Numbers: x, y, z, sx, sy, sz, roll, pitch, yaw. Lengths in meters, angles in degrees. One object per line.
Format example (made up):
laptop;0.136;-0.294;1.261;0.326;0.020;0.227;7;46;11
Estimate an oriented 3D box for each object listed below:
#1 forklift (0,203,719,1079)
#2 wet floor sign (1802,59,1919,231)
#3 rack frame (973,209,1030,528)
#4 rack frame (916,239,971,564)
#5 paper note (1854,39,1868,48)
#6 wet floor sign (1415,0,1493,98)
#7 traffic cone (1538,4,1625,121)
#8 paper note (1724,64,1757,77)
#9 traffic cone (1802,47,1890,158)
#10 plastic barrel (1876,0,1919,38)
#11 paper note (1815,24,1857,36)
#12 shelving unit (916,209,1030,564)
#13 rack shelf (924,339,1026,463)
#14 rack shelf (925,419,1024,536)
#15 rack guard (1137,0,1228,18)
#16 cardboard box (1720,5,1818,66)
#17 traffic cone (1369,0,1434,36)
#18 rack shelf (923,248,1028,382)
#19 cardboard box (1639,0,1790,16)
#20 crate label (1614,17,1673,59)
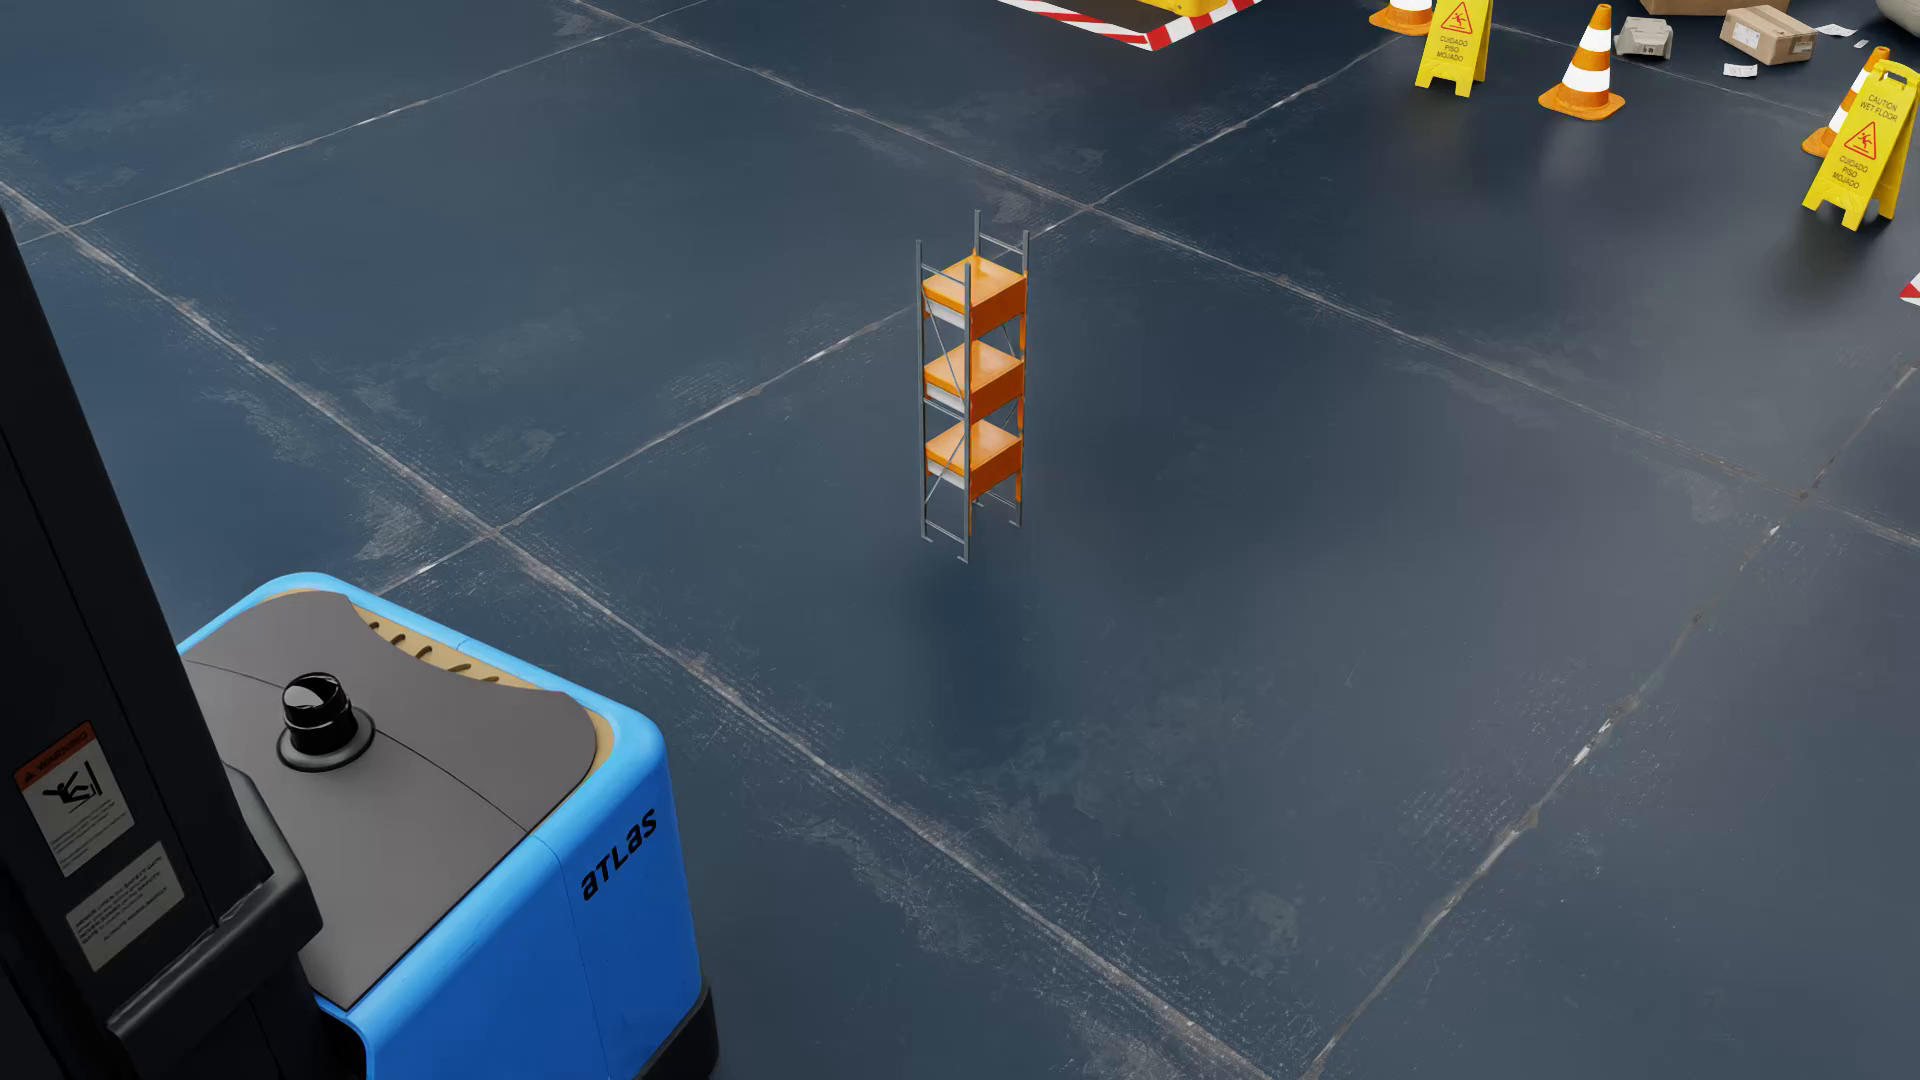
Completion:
forklift;-1.707;0.681;2.039;1.130;2.935;3.031;20;43;23
wet floor sign;3.724;-1.628;6.779;0.232;0.644;0.267;-18;42;-21
rack frame;0.118;-0.492;5.025;0.200;1.050;0.008;30;47;32
rack frame;-0.046;-0.379;4.884;0.200;1.050;0.008;30;47;32
paper note;4.549;-2.504;8.391;0.032;0.001;0.123;30;47;32
wet floor sign;2.362;-2.454;7.817;0.267;0.644;0.232;22;43;25
traffic cone;2.931;-2.244;7.700;0.336;0.463;0.334;30;47;32
paper note;3.810;-2.296;8.113;0.148;0.019;0.142;14;41;17
traffic cone;3.980;-1.934;7.311;0.336;0.463;0.334;30;47;32
plastic barrel;4.918;-2.764;8.386;0.421;0.421;0.512;-5;39;-6
paper note;4.494;-2.619;8.528;0.142;0.019;0.148;-18;42;-21
shelving unit;0.036;-0.435;4.954;0.215;1.050;0.252;30;47;32
rack shelf;0.036;-0.427;4.961;0.215;0.259;0.240;30;47;32
rack shelf;0.036;-0.210;5.134;0.215;0.259;0.240;30;47;32
rack guard;0.904;-3.231;8.911;1.175;0.500;0.348;30;47;32
cardboard box;4.035;-2.522;8.302;0.250;0.149;0.380;-11;40;-14
traffic cone;2.326;-2.875;8.494;0.336;0.463;0.334;30;47;32
rack shelf;0.036;-0.649;4.784;0.215;0.259;0.240;30;47;32
cardboard box;3.958;-3.081;8.720;0.797;0.503;0.637;2;39;2
crate label;3.416;-2.504;8.289;0.250;0.136;0.298;8;39;10
